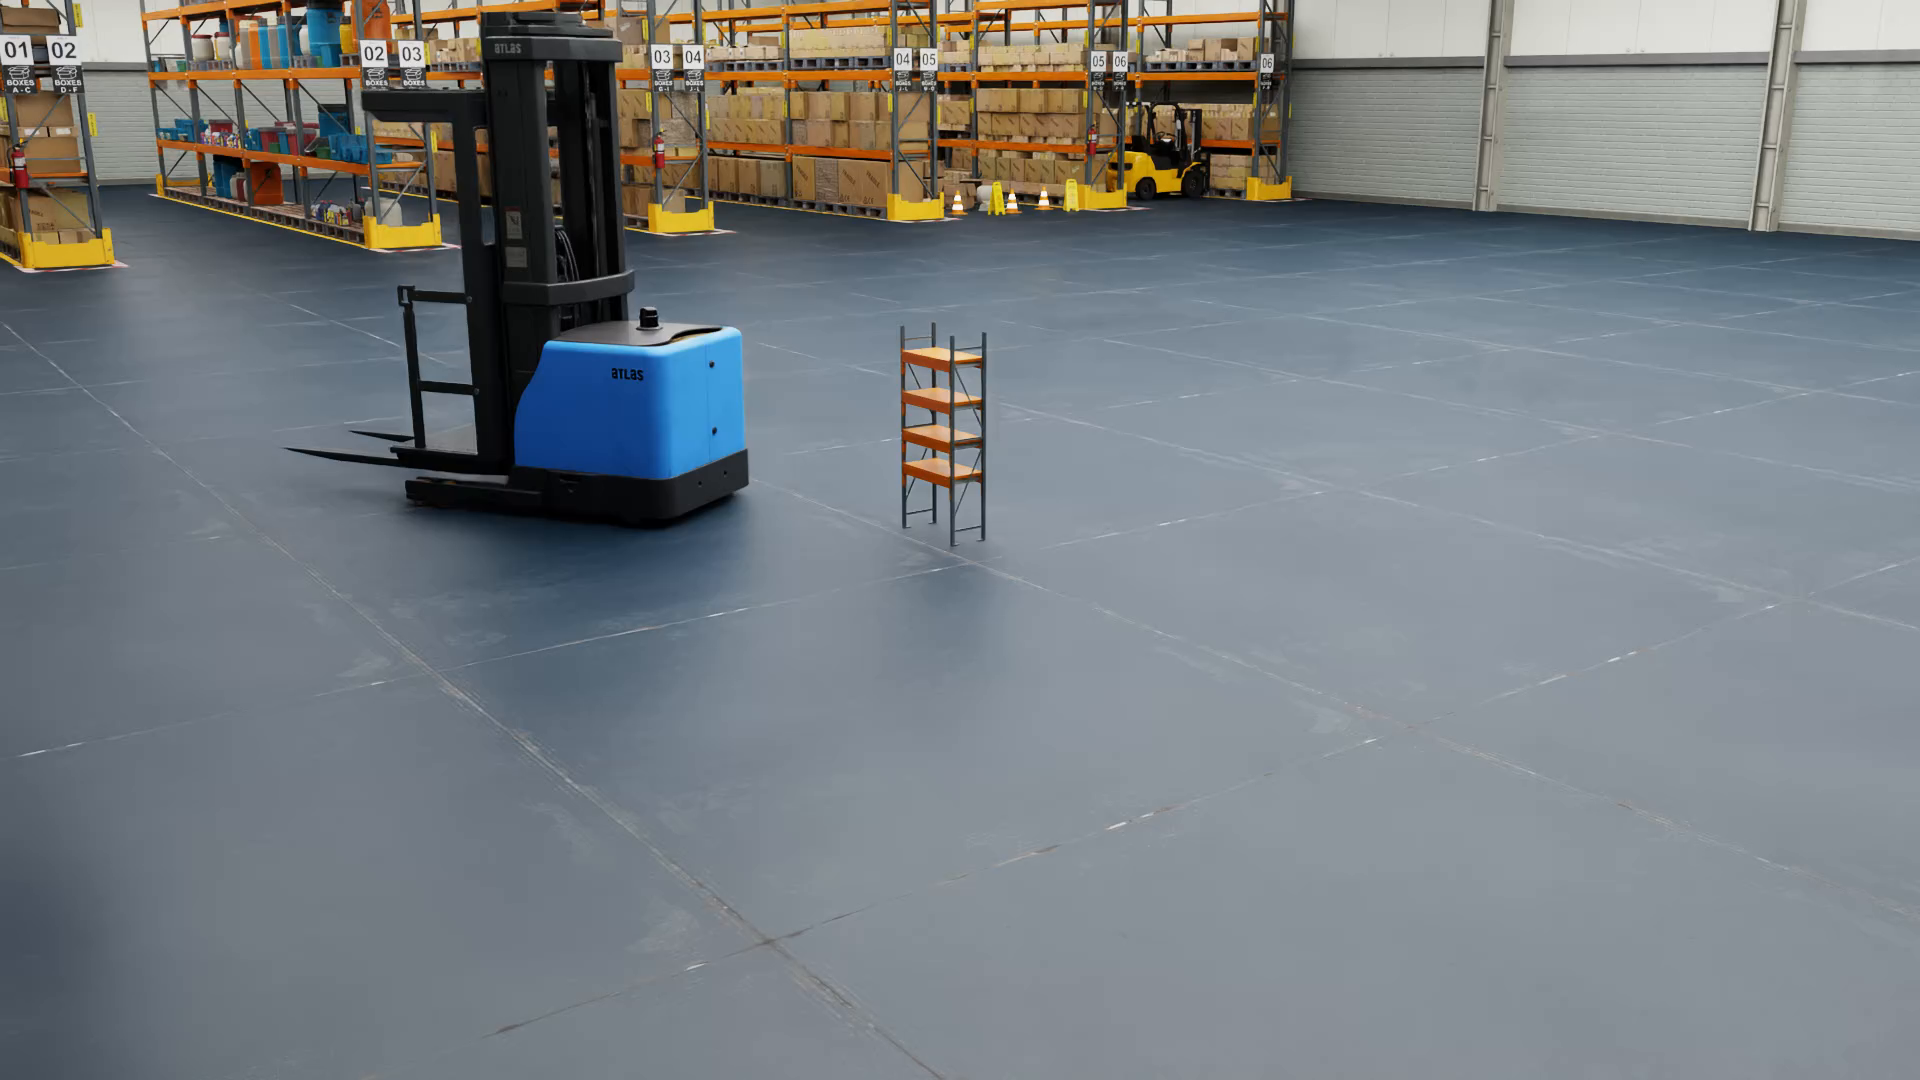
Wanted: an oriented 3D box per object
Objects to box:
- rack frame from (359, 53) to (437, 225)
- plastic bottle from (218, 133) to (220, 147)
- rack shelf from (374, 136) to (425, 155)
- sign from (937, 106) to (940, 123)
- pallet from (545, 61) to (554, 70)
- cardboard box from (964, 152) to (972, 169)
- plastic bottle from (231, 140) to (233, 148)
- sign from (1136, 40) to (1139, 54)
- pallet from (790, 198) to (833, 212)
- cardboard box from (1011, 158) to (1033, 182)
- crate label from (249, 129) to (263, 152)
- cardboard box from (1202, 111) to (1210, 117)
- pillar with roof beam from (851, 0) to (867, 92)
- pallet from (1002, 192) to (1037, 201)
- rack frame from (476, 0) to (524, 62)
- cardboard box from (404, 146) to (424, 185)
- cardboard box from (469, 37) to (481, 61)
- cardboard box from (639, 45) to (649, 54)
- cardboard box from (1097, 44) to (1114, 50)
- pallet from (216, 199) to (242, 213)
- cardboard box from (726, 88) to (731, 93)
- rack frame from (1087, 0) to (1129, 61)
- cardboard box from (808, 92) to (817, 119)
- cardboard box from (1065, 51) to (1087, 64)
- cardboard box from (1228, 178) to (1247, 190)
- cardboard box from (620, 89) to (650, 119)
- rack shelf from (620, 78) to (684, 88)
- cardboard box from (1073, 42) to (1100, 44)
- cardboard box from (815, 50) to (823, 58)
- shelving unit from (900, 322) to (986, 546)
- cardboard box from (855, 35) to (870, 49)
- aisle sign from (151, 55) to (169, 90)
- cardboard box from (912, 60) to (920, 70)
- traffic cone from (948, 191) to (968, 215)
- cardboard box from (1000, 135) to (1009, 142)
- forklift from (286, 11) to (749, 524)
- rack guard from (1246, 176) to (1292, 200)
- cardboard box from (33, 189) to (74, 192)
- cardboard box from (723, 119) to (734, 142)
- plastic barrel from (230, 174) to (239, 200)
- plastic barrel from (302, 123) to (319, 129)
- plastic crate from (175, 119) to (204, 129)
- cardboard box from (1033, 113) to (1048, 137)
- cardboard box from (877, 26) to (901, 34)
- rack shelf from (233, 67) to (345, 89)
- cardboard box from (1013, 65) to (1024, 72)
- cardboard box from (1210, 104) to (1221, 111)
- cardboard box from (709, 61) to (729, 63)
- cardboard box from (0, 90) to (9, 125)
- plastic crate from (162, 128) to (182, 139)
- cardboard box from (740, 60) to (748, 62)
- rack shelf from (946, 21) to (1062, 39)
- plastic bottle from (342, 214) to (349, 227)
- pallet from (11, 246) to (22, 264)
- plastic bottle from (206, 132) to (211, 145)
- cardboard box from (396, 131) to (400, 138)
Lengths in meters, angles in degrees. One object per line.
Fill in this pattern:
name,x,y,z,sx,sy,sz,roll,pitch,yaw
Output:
rack frame,-8.957,-6.216,26.604,1.000,3.000,0.127,-11,19,-35
plastic bottle,-15.264,-8.261,34.320,0.097,0.271,0.097,0,15,0
rack shelf,-13.182,-9.627,40.430,1.077,0.370,4.000,-11,19,-35
sign,-0.426,-8.273,32.332,0.100,0.325,0.005,-11,19,-35
pallet,-7.579,-9.343,32.704,1.213,0.211,1.003,-11,19,-35
cardboard box,0.446,-10.603,46.572,0.500,0.500,0.500,-11,19,-35
plastic bottle,-14.604,-7.987,33.453,0.097,0.201,0.097,0,15,0
sign,4.293,-11.910,40.150,0.100,0.325,0.005,-11,19,-35
pallet,-2.847,-7.067,34.998,1.003,0.211,1.213,-11,19,-35
cardboard box,1.470,-8.223,36.932,0.500,0.500,0.500,-10,18,-32
crate label,-13.295,-7.687,31.912,0.502,0.435,0.616,-11,19,-35
cardboard box,5.874,-9.956,38.850,0.380,0.149,0.250,-11,19,-34
pillar with roof beam,-6.668,-15.651,49.715,9.100,9.000,0.400,-11,19,-35
pallet,1.137,-7.894,38.018,1.003,0.211,1.213,-11,19,-35
rack frame,-9.654,-11.586,34.862,1.000,3.000,0.127,-11,19,-35
cardboard box,-12.859,-9.070,40.262,0.875,0.875,0.875,-11,19,-35
cardboard box,-10.071,-10.511,35.624,0.797,0.503,0.637,-10,18,-31
cardboard box,-5.366,-8.562,29.023,0.380,0.149,0.250,-11,19,-35
cardboard box,3.022,-10.340,34.957,0.380,0.149,0.250,-11,19,-35
pallet,-14.871,-7.001,34.756,1.003,0.211,1.213,-11,19,-35
cardboard box,-6.357,-12.664,46.851,0.380,0.149,0.250,-10,18,-33
rack frame,3.066,-11.416,34.241,1.000,3.000,0.127,-11,19,-35
cardboard box,-2.624,-8.996,34.434,0.875,0.550,0.550,-11,19,-35
cardboard box,2.547,-10.108,34.864,0.500,0.250,0.500,-11,19,-35
cardboard box,6.547,-8.221,38.345,0.500,0.250,0.500,-11,19,-34
cardboard box,-5.772,-7.843,29.904,0.500,0.500,0.500,-11,19,-35
rack shelf,-6.759,-10.968,39.647,1.077,0.370,4.000,-11,19,-35
cardboard box,3.202,-12.338,42.117,0.500,0.500,0.500,-10,18,-33
cardboard box,-2.692,-9.816,33.566,0.380,0.149,0.250,-11,19,-35
shelving unit,-0.097,-0.614,9.547,0.258,1.200,0.503,-11,19,-35
cardboard box,-1.686,-9.669,32.277,0.500,0.250,0.500,-11,19,-34
aisle sign,-18.647,-10.855,38.631,0.394,0.787,0.004,-11,19,-35
cardboard box,-0.718,-11.406,39.691,0.797,0.503,0.637,-11,19,-35
traffic cone,-0.043,-6.843,33.701,0.336,0.463,0.334,-11,19,-35
cardboard box,1.128,-8.982,37.189,0.380,0.149,0.250,-10,18,-33
forklift,-2.912,-1.734,10.361,3.031,2.935,1.130,6,16,21
rack guard,7.093,-8.083,38.162,1.175,0.500,0.348,-11,19,-35
cardboard box,-13.981,-5.155,25.722,0.500,0.500,0.500,-11,19,-35
cardboard box,-4.940,-9.135,37.083,0.500,0.500,0.500,-11,19,-35
plastic barrel,-15.030,-7.376,34.761,0.421,0.512,0.421,0,15,0
plastic barrel,-12.125,-7.530,31.150,0.433,0.535,0.433,0,15,0
plastic crate,-18.016,-9.636,38.919,0.616,0.435,0.499,-11,19,-35
cardboard box,1.942,-9.002,36.033,0.500,0.500,0.500,-11,19,-35
cardboard box,-1.351,-9.713,31.680,0.380,0.149,0.250,-11,19,-34
rack shelf,-12.485,-8.597,30.984,1.077,0.370,4.000,-11,19,-35
cardboard box,1.386,-10.309,36.353,0.380,0.149,0.250,-11,19,-36
cardboard box,6.022,-10.045,38.613,0.380,0.149,0.250,-10,18,-33
cardboard box,-5.703,-11.099,38.575,0.500,0.500,0.500,-11,19,-35
cardboard box,-13.871,-6.453,24.826,0.700,0.500,0.500,-11,19,-34
plastic crate,-18.098,-9.336,38.208,0.416,0.233,0.300,-11,19,-35
cardboard box,-5.888,-13.247,46.105,0.380,0.149,0.250,-10,18,-33
rack shelf,1.199,-13.783,45.008,1.077,0.370,4.000,-11,19,-35
plastic bottle,-10.391,-5.402,28.099,0.097,0.201,0.097,0,15,0
pallet,-13.449,-4.259,24.738,1.003,0.211,1.213,-11,19,-35
plastic bottle,-15.833,-8.482,35.120,0.152,0.276,0.135,-11,19,-35
cardboard box,-13.355,-9.769,40.062,0.380,0.149,0.250,-10,18,-34
